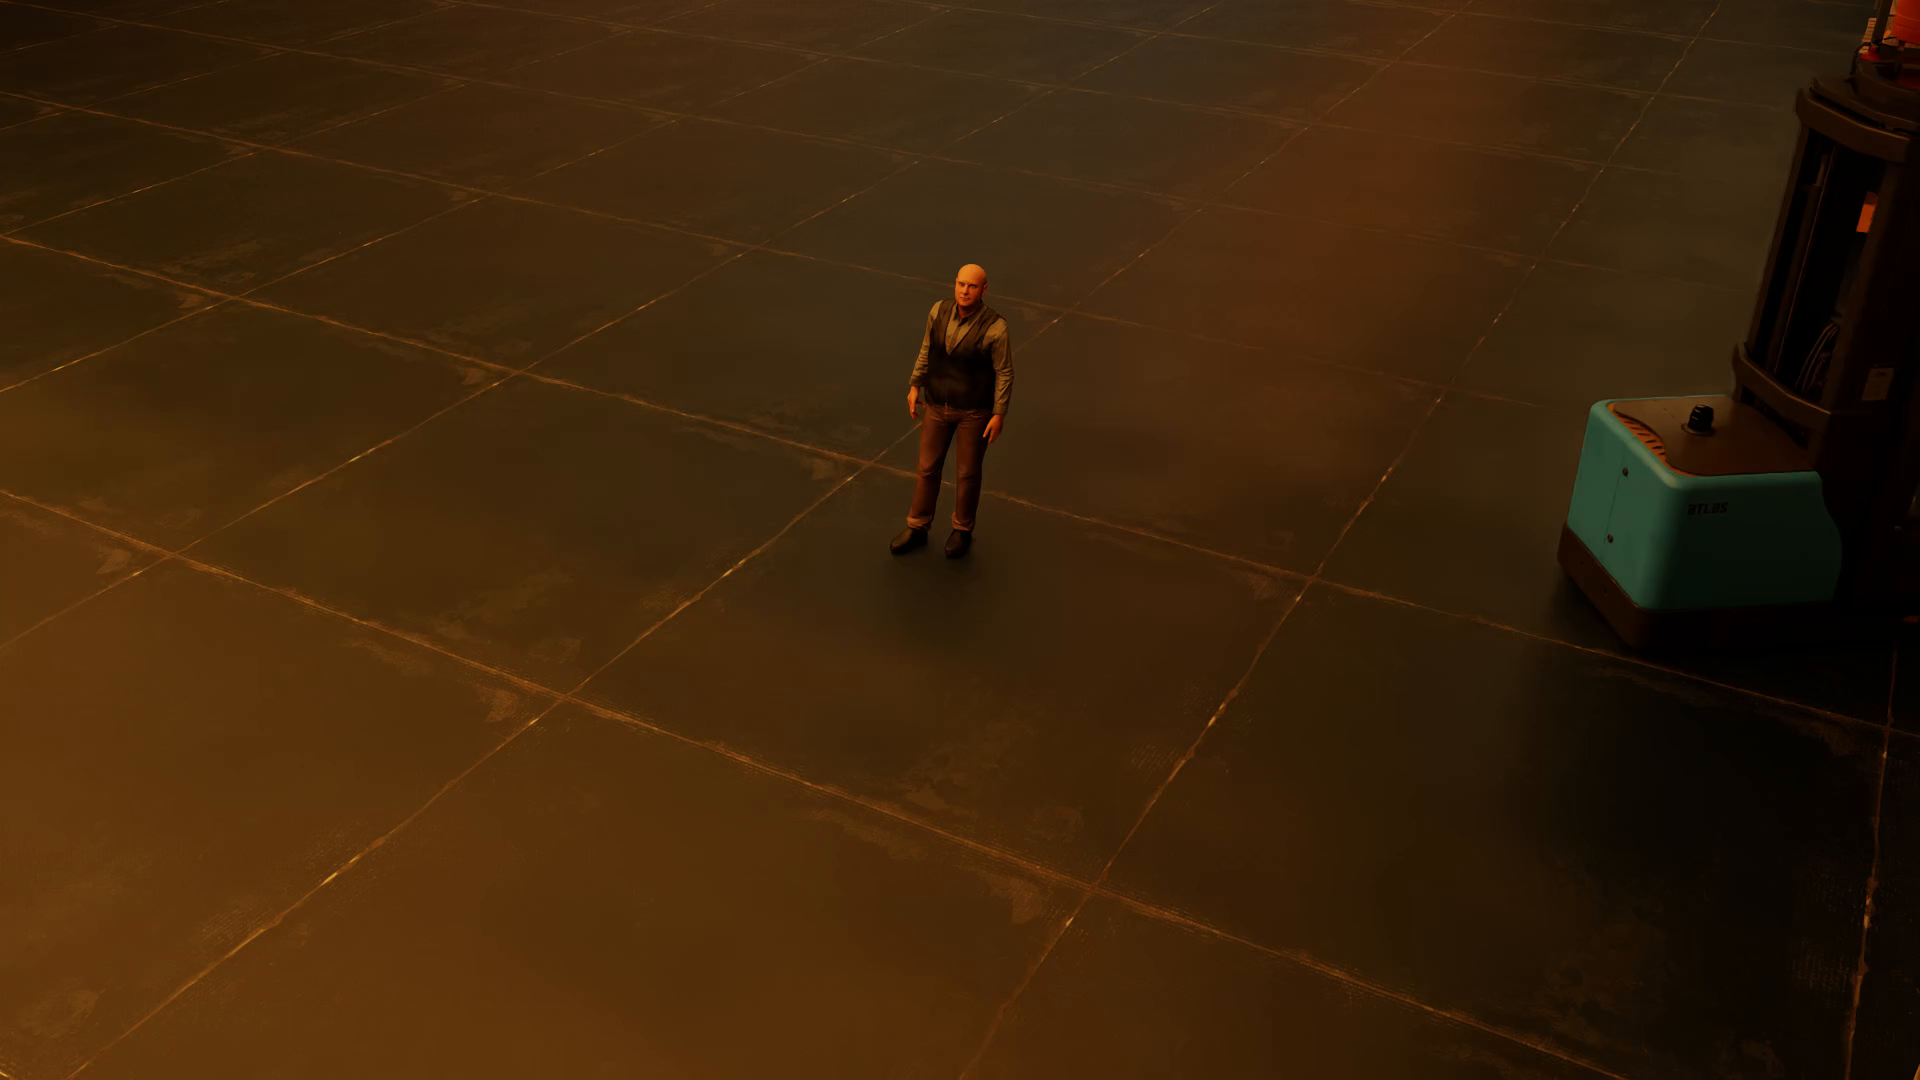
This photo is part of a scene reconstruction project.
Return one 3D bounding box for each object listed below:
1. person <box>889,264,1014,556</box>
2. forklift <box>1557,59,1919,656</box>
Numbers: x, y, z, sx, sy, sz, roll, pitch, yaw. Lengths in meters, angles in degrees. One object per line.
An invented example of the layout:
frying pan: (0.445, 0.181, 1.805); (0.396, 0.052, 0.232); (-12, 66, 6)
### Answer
person: (-0.037, -0.727, 9.526); (0.632, 1.720, 0.568); (15, 33, 25)
forklift: (5.021, -0.956, 8.726); (3.031, 2.935, 1.130); (-3, 30, -5)
